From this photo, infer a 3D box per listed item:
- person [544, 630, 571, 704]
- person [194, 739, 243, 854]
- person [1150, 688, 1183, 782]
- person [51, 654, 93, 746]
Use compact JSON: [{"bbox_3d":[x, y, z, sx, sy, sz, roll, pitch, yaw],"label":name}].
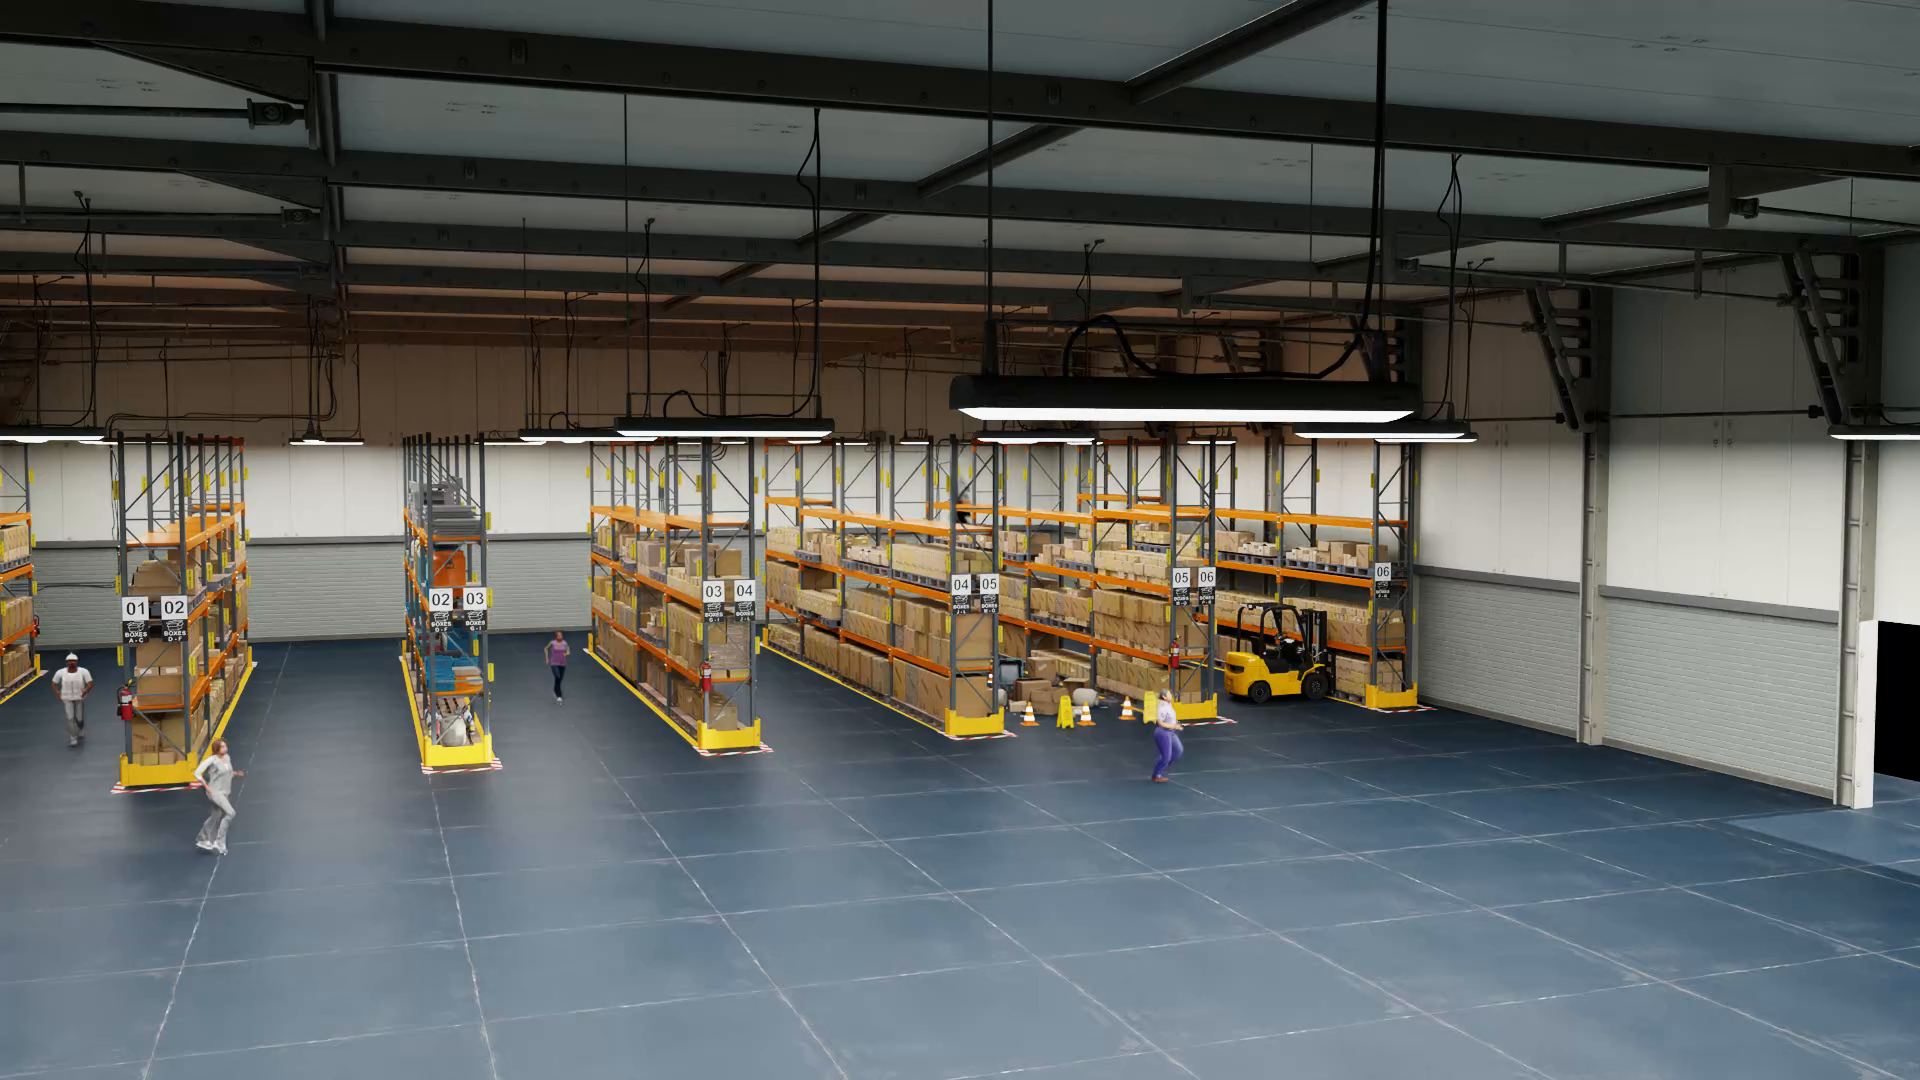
[{"bbox_3d":[-9.032,2.844,37.385,0.502,1.643,0.801,-2,4,-32],"label":"person"},{"bbox_3d":[-10.483,3.630,23.540,0.693,1.634,0.507,0,3,6],"label":"person"},{"bbox_3d":[3.551,3.333,28.430,0.575,1.604,0.579,1,3,18],"label":"person"},{"bbox_3d":[-17.176,3.069,32.180,0.708,1.746,0.714,-2,4,-27],"label":"person"}]
